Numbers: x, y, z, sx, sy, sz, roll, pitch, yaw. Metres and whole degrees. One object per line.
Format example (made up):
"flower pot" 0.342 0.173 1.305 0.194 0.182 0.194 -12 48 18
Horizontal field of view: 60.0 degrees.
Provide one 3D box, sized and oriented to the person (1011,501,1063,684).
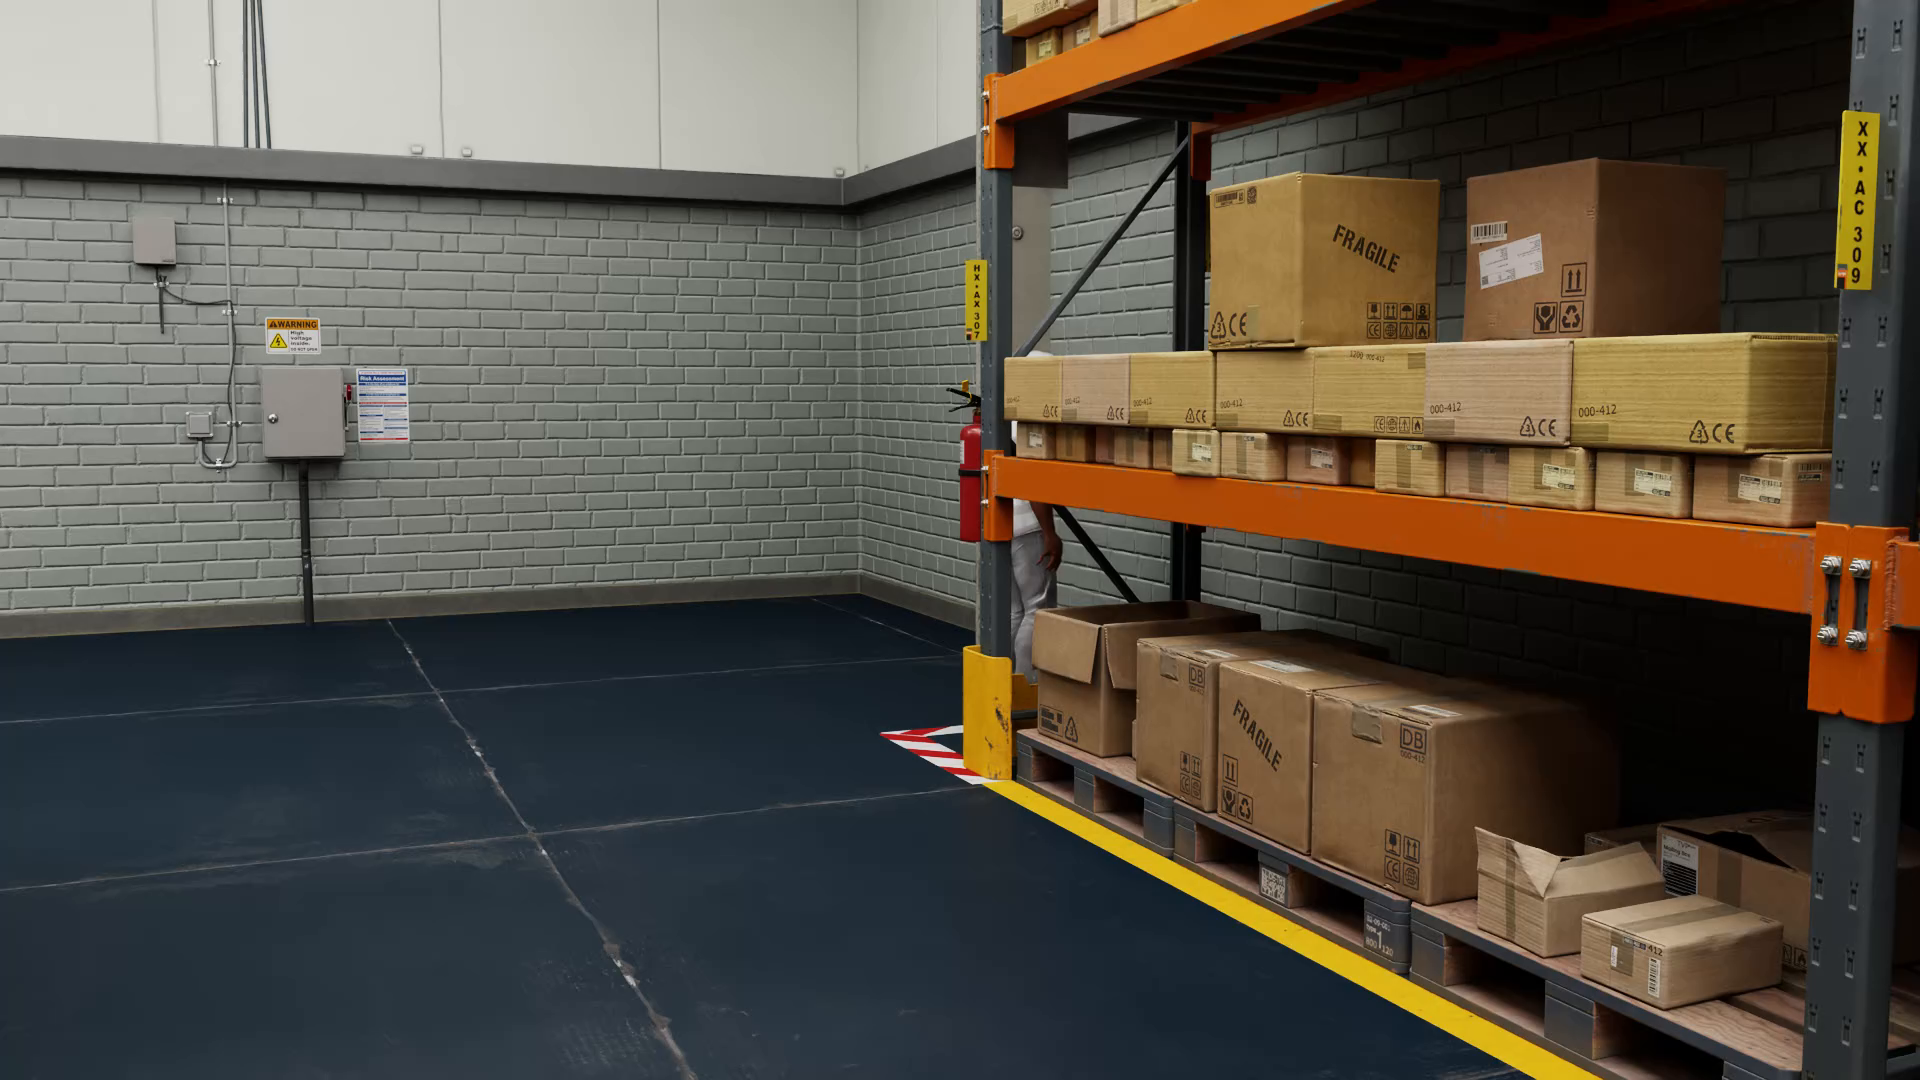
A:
"person" 0.339 -0.052 8.115 0.359 1.659 0.627 -2 6 -19
